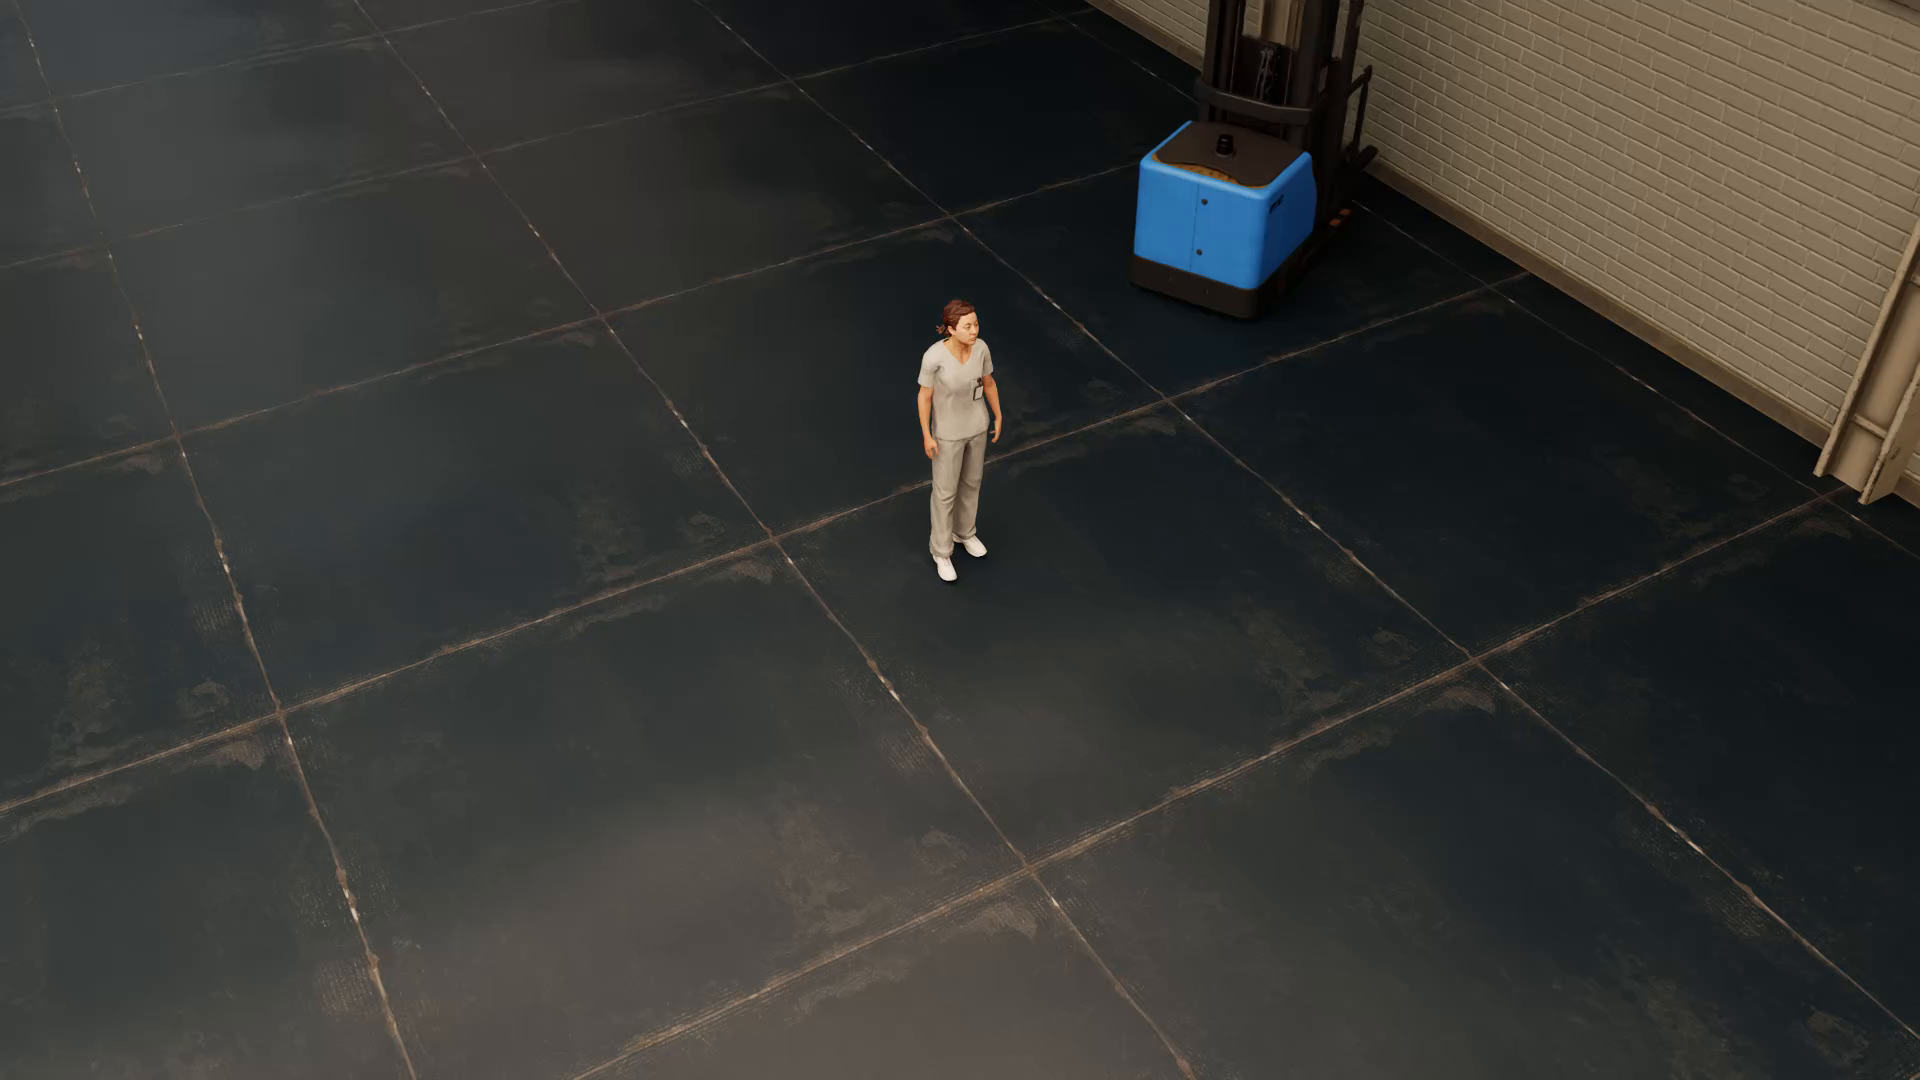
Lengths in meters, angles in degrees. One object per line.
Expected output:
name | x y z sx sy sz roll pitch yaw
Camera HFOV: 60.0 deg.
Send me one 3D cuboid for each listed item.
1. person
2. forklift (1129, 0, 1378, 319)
person | 0.025 -0.606 9.738 0.549 1.675 0.549 -20 44 -23
forklift | 2.507 -3.659 12.448 1.130 2.935 3.031 22 45 25
